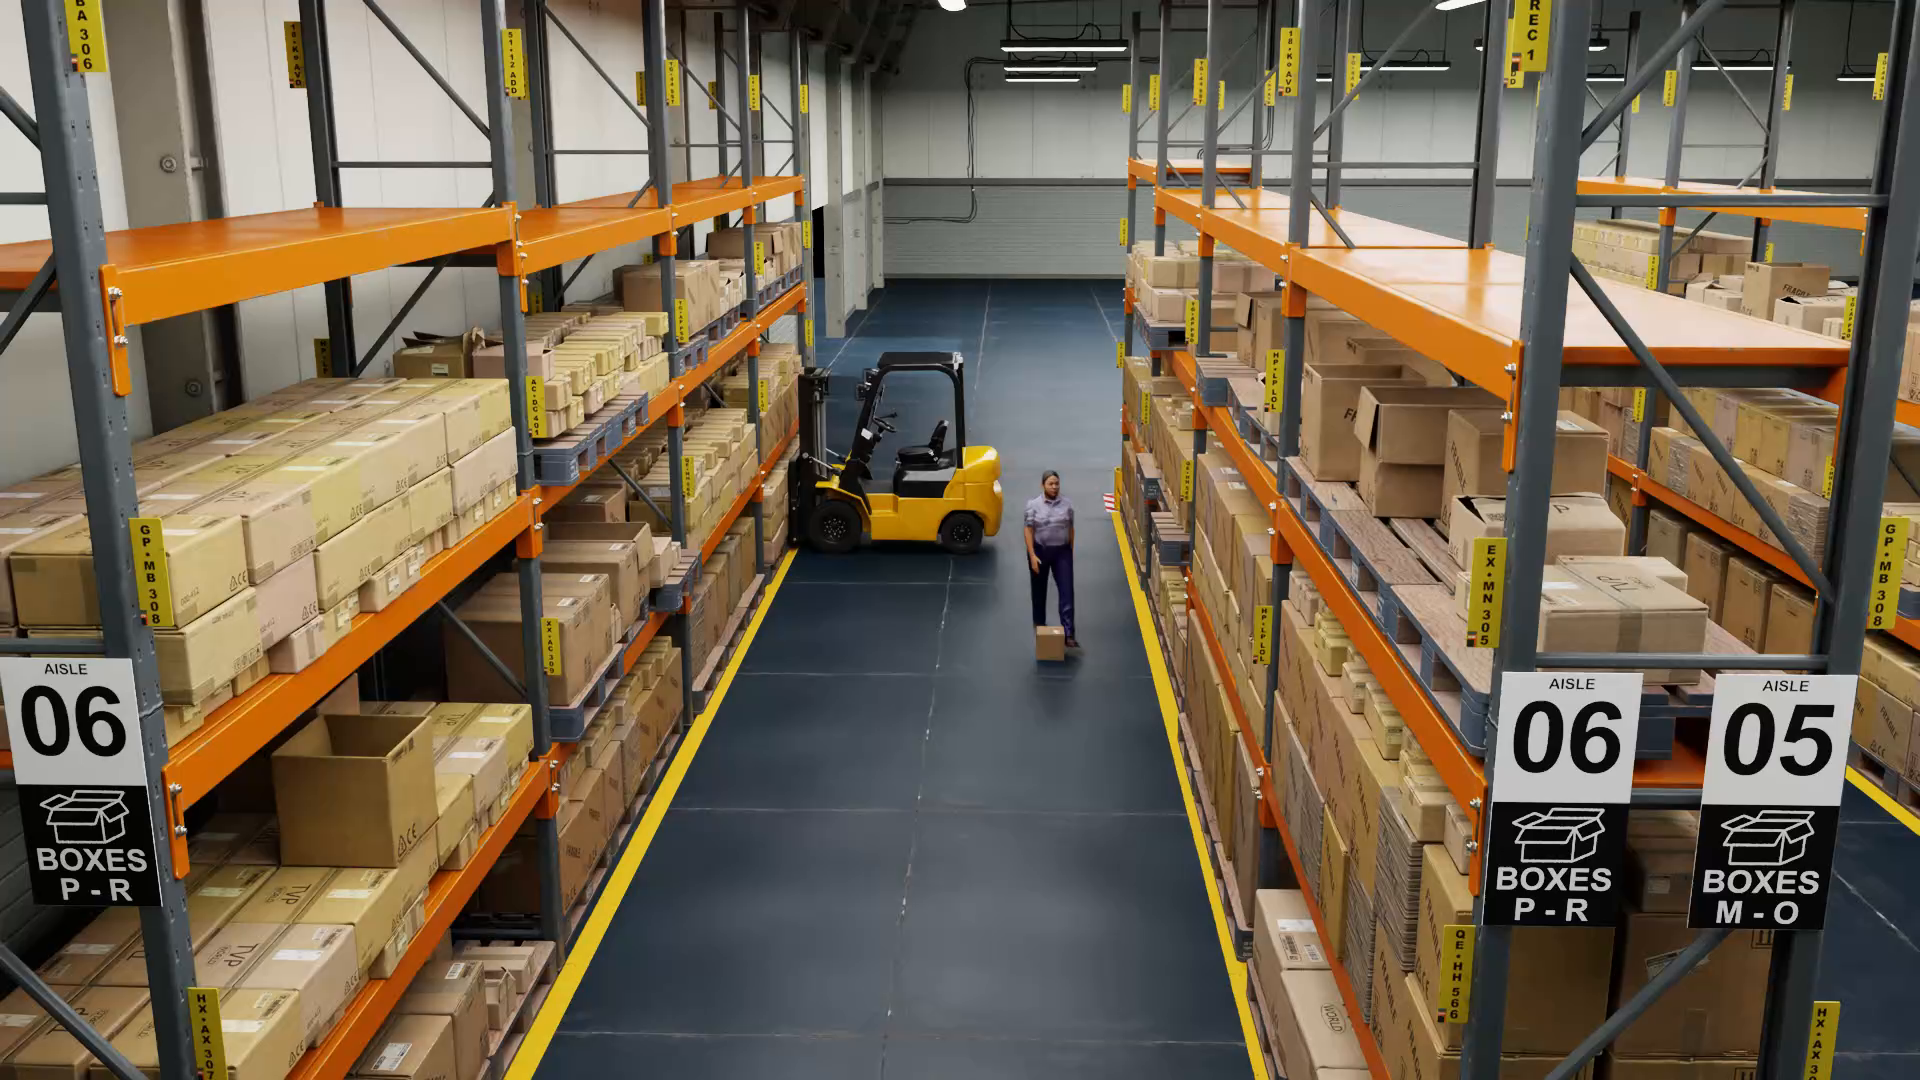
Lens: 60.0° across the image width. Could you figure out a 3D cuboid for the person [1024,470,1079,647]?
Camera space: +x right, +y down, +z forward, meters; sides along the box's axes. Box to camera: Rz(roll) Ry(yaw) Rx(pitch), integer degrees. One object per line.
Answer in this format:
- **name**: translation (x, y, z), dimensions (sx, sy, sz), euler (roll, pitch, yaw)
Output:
- **person**: translation (0.838, 0.179, 15.348), dimensions (0.486, 1.585, 0.893), euler (-1, 14, -4)
